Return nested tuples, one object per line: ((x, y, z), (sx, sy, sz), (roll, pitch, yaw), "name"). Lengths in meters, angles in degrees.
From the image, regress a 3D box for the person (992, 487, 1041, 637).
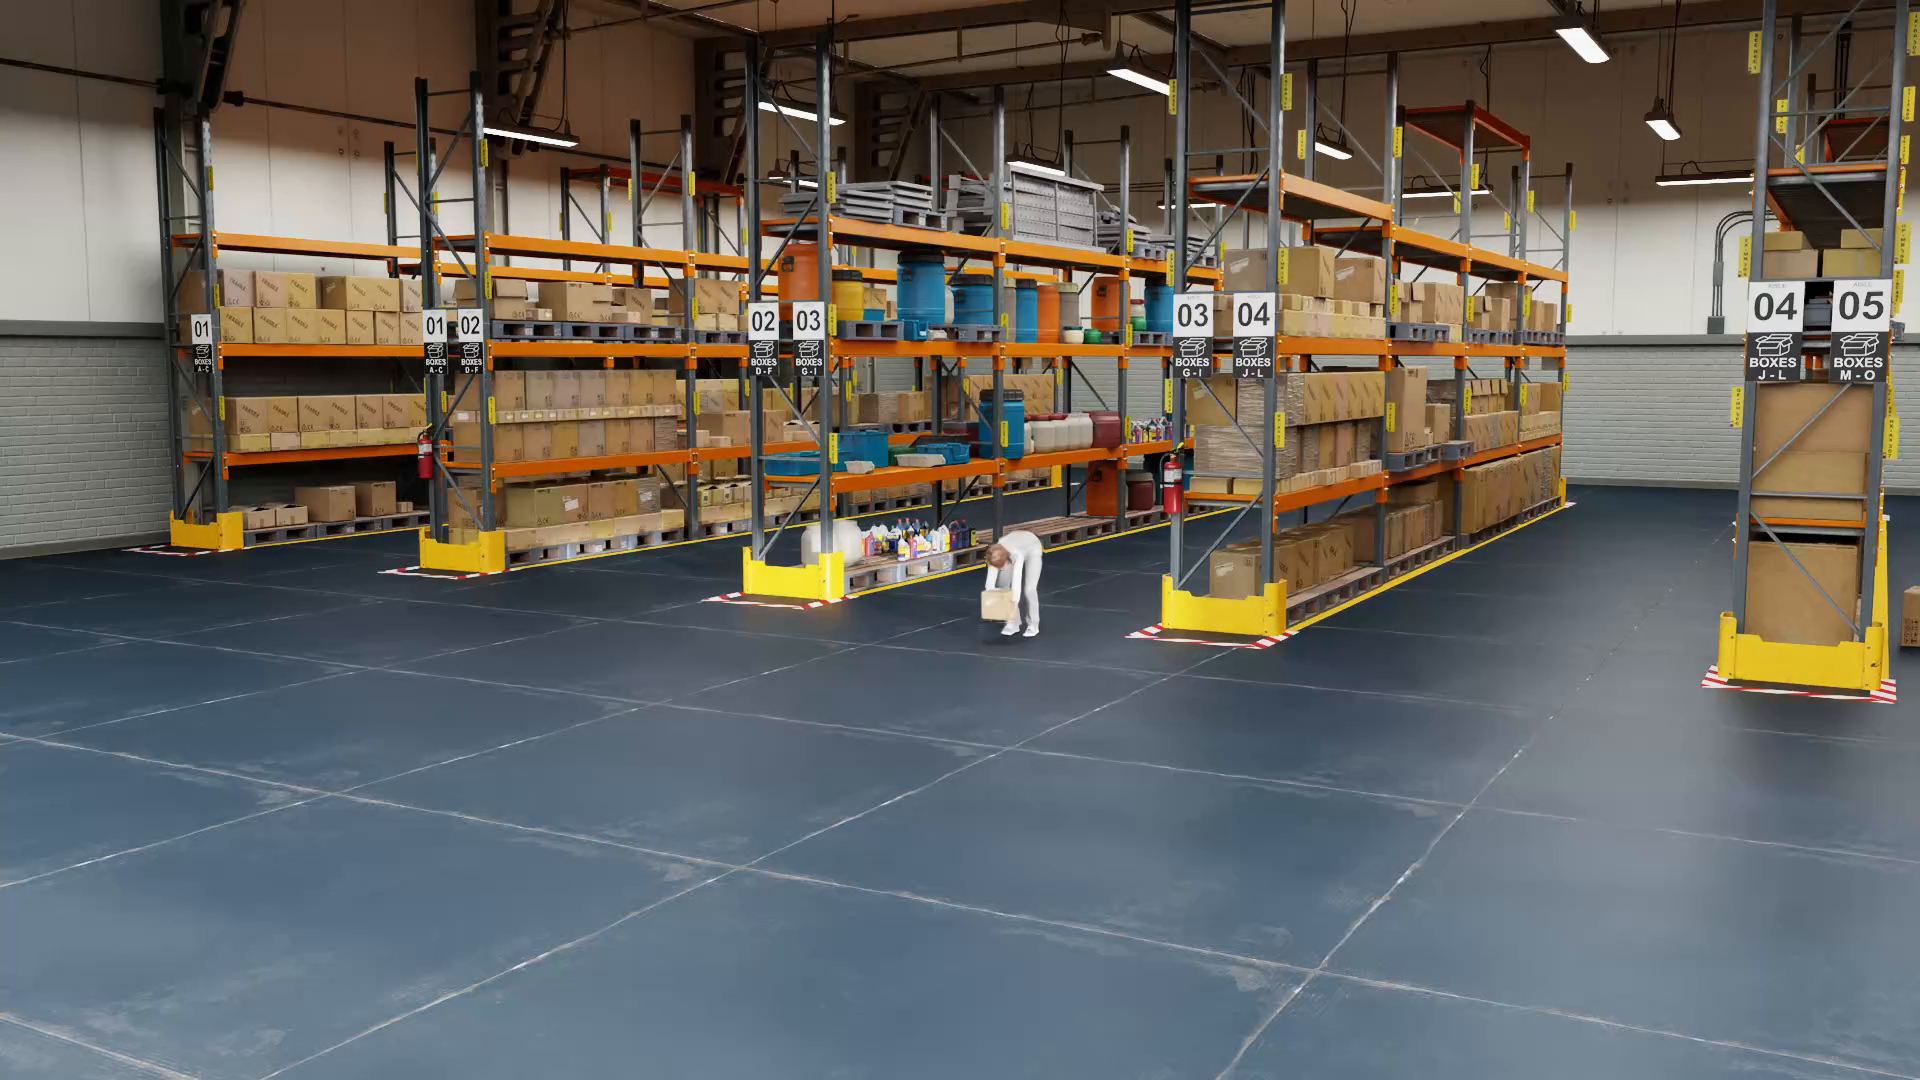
((0.507, 0.203, 15.513), (0.374, 1.424, 0.690), (3, 7, 27), "person")
